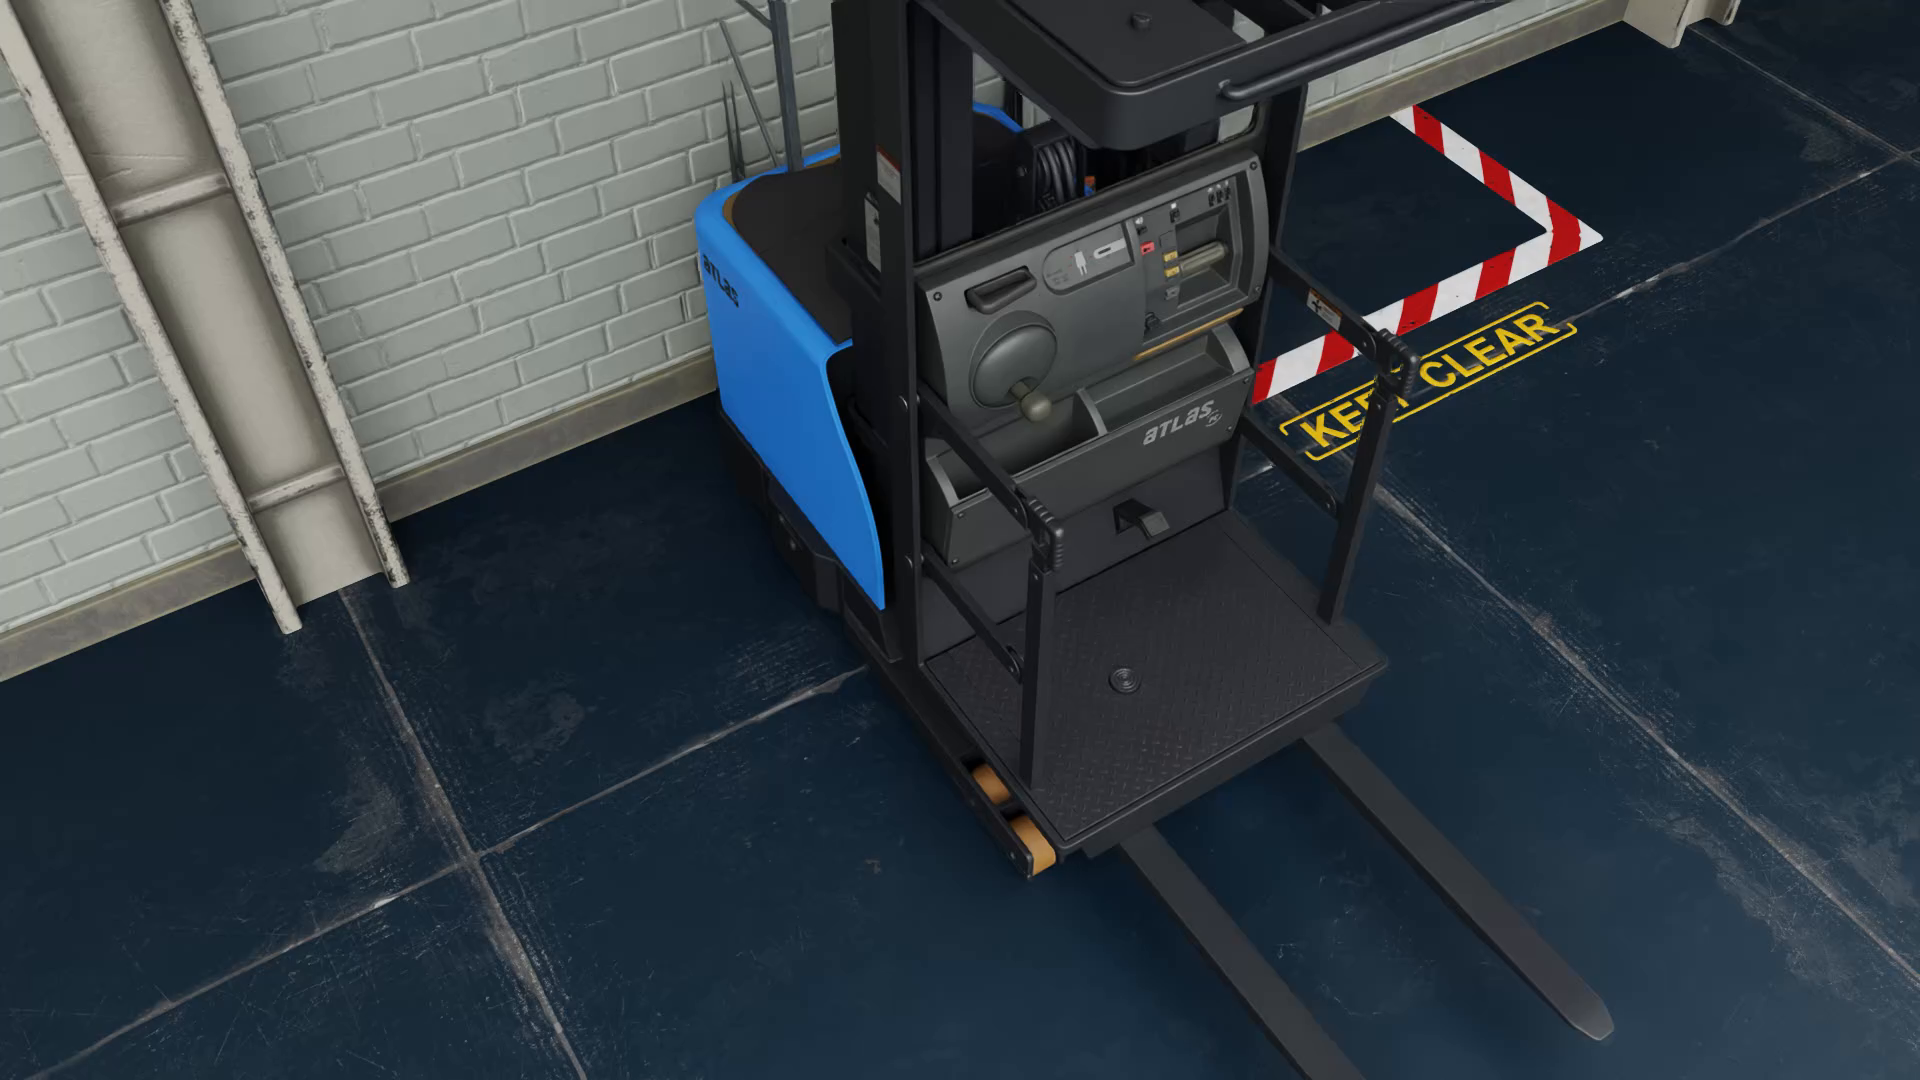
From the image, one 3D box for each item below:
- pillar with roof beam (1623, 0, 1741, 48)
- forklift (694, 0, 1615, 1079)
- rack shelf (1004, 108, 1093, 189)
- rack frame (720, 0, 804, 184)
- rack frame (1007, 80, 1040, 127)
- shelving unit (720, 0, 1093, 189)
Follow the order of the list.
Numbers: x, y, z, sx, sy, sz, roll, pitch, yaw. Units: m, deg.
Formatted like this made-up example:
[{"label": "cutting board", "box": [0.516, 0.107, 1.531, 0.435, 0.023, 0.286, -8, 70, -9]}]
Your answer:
[{"label": "pillar with roof beam", "box": [5.427, -2.555, 1.500, 0.400, 9.000, 9.100, -25, 53, -21]}, {"label": "forklift", "box": [0.451, -0.490, 3.723, 1.130, 2.935, 3.031, -26, 53, -21]}, {"label": "rack shelf", "box": [-0.132, -1.062, 5.334, 1.000, 0.185, 0.538, -23, 46, -21]}, {"label": "rack frame", "box": [-0.574, -1.007, 5.031, 0.032, 1.500, 0.500, -23, 46, -21]}, {"label": "rack frame", "box": [0.298, -1.382, 5.394, 0.032, 1.500, 0.500, -23, 46, -21]}, {"label": "shelving unit", "box": [-0.130, -1.198, 5.216, 1.083, 1.500, 0.587, -23, 46, -21]}]
